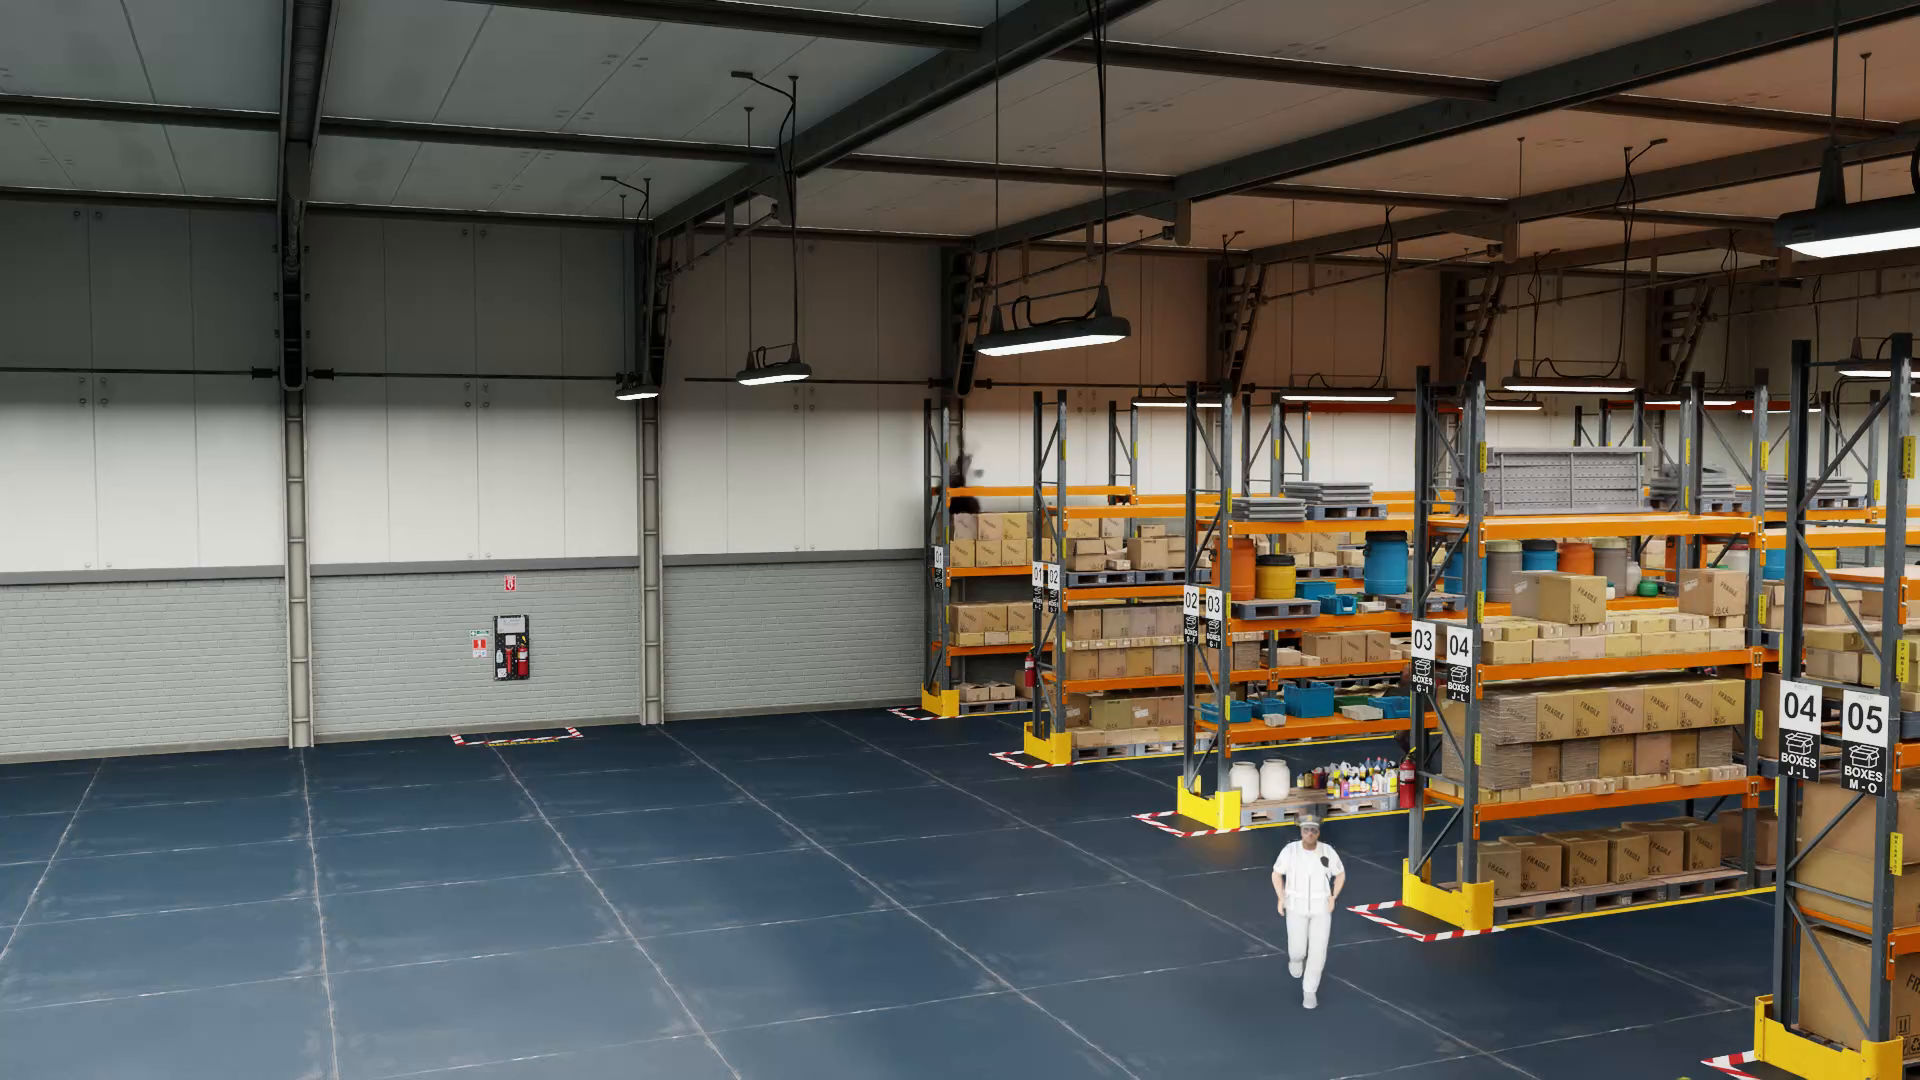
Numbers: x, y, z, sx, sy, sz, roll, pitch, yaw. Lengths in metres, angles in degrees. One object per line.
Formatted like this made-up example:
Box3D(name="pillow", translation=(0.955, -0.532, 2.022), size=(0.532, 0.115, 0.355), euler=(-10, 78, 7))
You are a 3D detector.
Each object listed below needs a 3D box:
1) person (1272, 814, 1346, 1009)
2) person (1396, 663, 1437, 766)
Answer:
Box3D(name="person", translation=(3.242, 3.397, 15.448), size=(0.673, 1.756, 0.646), euler=(1, 3, 9))
Box3D(name="person", translation=(7.053, 2.774, 25.949), size=(0.848, 1.697, 0.664), euler=(-1, 4, -17))
